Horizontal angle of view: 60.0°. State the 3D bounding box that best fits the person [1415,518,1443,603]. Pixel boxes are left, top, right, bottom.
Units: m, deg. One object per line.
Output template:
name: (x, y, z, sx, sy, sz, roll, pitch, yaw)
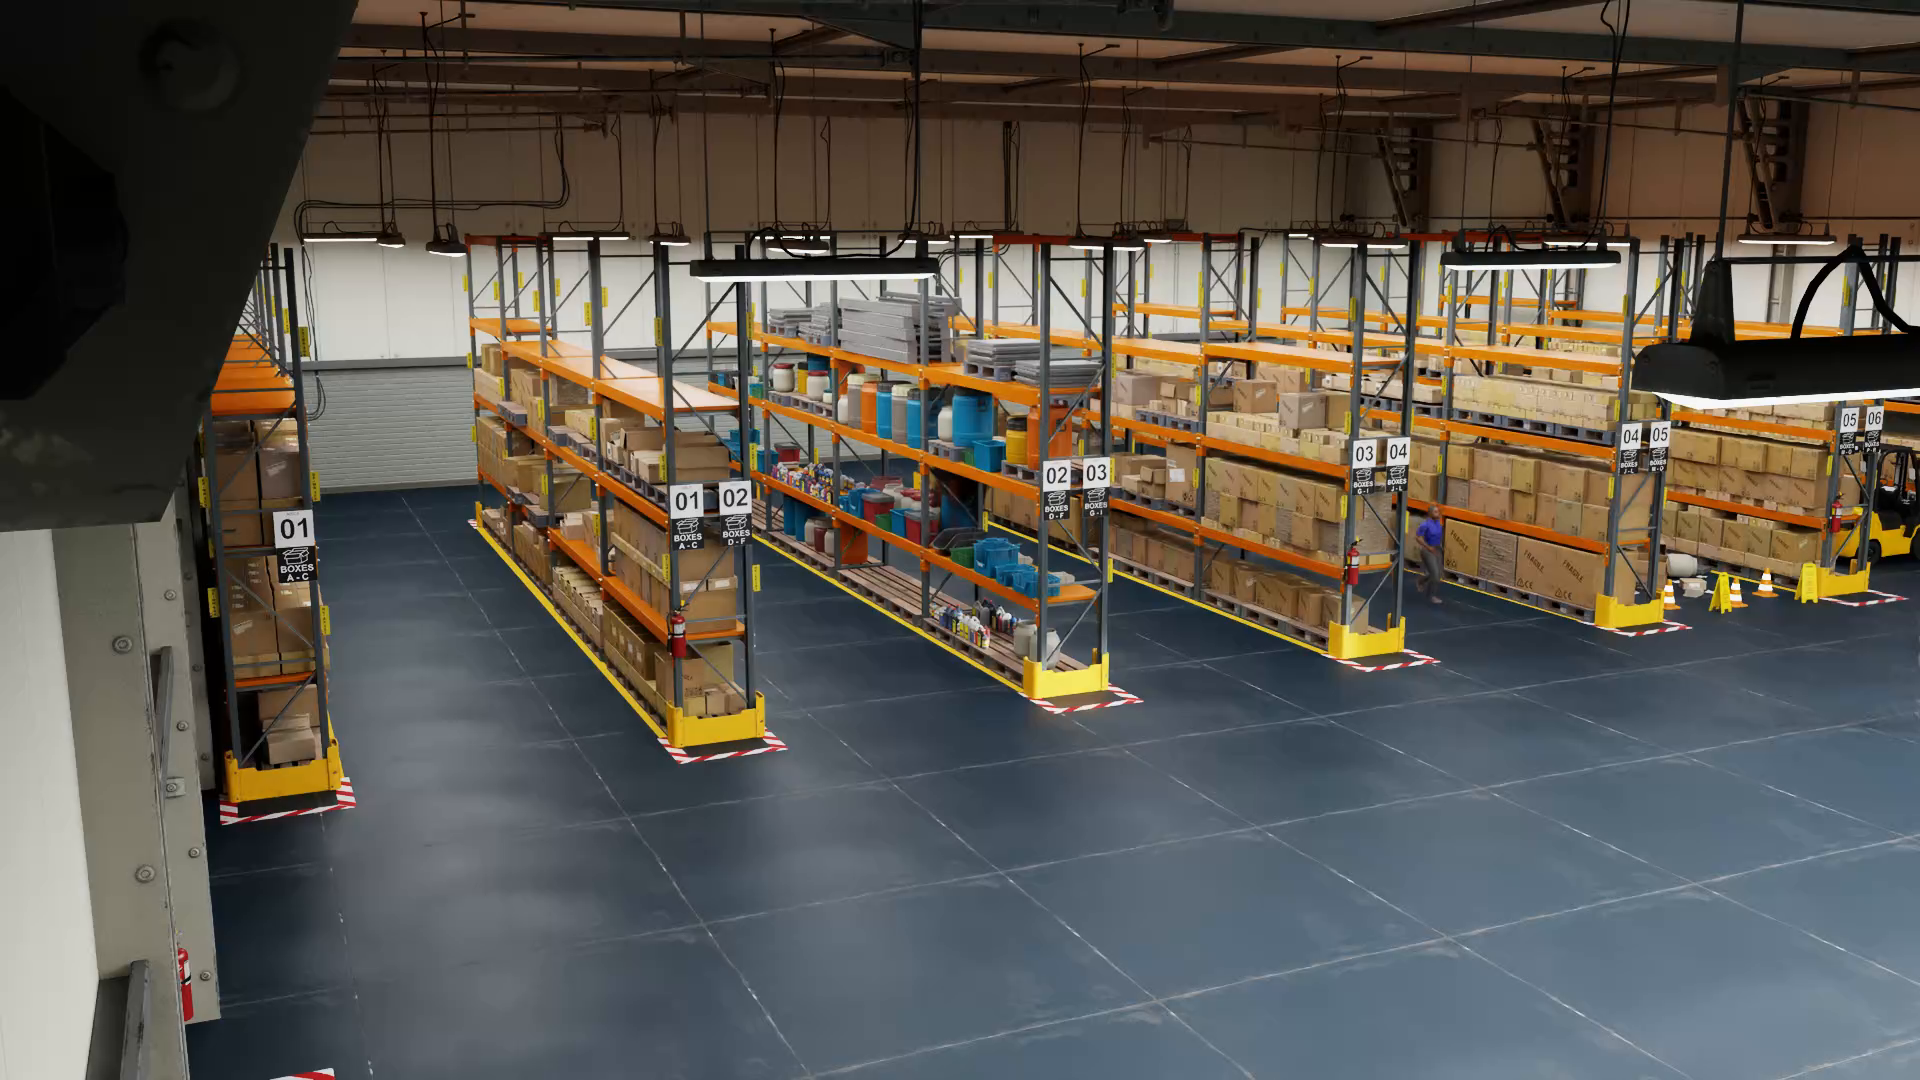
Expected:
person: (7.809, 0.315, 27.777, 0.550, 1.427, 0.601, -8, 14, -37)
